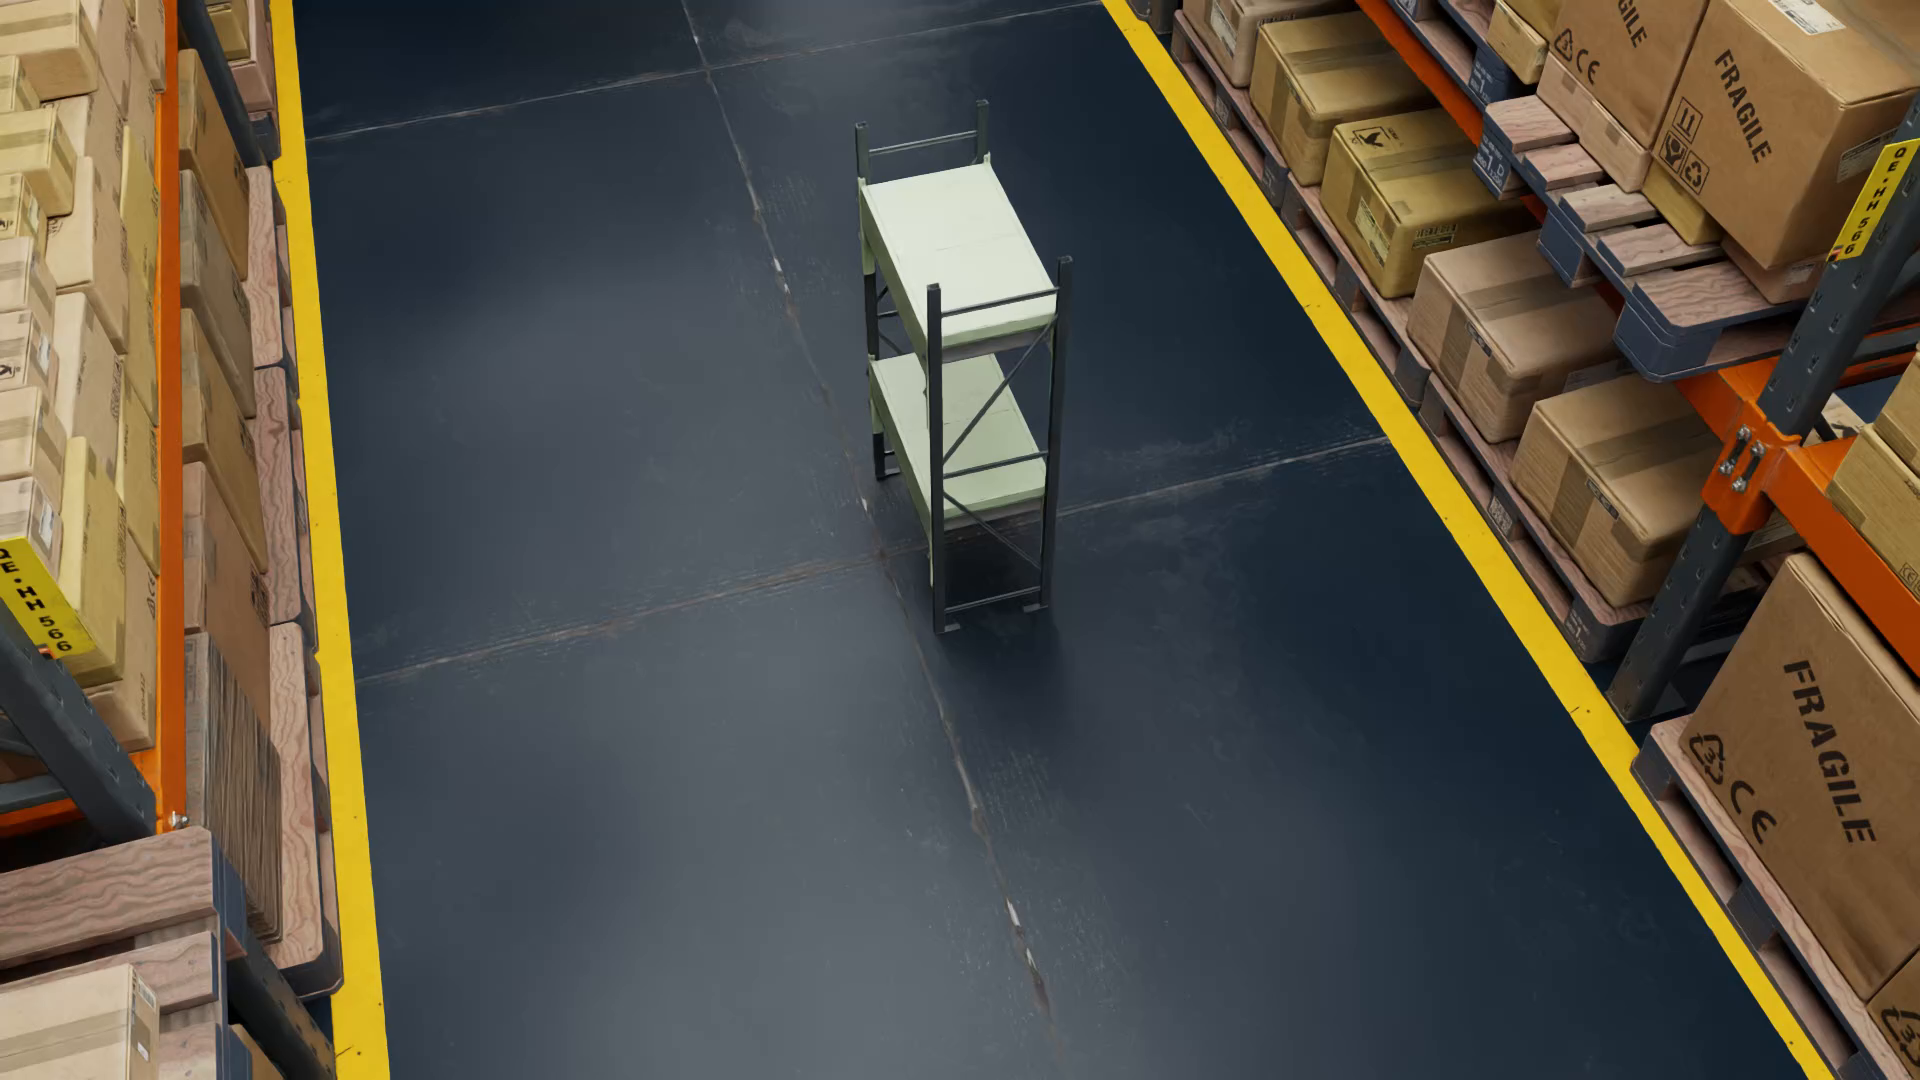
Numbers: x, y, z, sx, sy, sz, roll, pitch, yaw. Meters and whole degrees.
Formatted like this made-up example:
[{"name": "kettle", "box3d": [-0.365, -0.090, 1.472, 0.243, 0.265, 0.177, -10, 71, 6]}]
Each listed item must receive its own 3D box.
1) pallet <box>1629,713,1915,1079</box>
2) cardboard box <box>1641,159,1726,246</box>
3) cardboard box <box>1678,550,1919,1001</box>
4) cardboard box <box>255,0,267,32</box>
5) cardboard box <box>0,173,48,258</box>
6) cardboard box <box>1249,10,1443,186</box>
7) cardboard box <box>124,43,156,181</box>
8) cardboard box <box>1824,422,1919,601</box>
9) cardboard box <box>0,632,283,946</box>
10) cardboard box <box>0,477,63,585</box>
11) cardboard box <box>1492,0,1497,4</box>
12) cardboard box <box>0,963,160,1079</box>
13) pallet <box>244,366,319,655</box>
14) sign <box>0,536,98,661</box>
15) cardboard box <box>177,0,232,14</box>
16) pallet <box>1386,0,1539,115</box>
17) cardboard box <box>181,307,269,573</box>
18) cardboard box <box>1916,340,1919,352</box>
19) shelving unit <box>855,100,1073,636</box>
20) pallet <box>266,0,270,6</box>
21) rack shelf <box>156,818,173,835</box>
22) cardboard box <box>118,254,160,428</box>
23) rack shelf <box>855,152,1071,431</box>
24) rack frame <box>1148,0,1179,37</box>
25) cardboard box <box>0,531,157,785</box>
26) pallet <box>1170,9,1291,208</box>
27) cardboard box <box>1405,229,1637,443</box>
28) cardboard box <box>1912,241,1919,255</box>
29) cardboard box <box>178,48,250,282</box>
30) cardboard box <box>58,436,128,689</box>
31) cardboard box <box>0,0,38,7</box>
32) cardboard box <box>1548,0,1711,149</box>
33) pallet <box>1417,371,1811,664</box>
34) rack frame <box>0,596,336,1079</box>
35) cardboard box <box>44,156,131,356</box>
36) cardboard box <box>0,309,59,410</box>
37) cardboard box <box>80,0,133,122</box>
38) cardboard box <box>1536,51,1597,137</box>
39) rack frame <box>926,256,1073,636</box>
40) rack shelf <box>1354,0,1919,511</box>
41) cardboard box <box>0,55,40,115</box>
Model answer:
[{"name": "pallet", "box3d": [2.721, 0.954, 4.808, 1.003, 0.211, 1.213, -13, 51, -11]}, {"name": "cardboard box", "box3d": [2.090, -0.958, 4.485, 0.380, 0.149, 0.250, -13, 51, -10]}, {"name": "cardboard box", "box3d": [2.685, 0.535, 4.452, 0.875, 0.875, 0.875, -14, 51, -11]}, {"name": "cardboard box", "box3d": [-3.355, -2.379, 7.317, 0.500, 0.250, 0.500, -14, 51, -12]}, {"name": "cardboard box", "box3d": [-2.367, -0.695, 3.884, 0.380, 0.149, 0.250, -13, 51, -11]}, {"name": "cardboard box", "box3d": [1.750, -1.841, 6.784, 0.950, 0.372, 0.625, -10, 51, -9]}, {"name": "cardboard box", "box3d": [-2.693, -1.242, 4.933, 0.500, 0.250, 0.500, -13, 51, -11]}, {"name": "cardboard box", "box3d": [2.464, -0.075, 3.950, 0.500, 0.250, 0.500, -14, 51, -12]}, {"name": "cardboard box", "box3d": [-2.352, 0.759, 4.427, 0.875, 0.625, 0.625, -12, 51, -10]}, {"name": "cardboard box", "box3d": [-1.994, 0.046, 3.259, 0.380, 0.149, 0.250, -12, 51, -10]}, {"name": "cardboard box", "box3d": [1.857, -1.727, 5.134, 0.380, 0.149, 0.250, -13, 51, -11]}, {"name": "cardboard box", "box3d": [-1.620, 0.926, 2.897, 0.380, 0.149, 0.250, -12, 51, -10]}, {"name": "pallet", "box3d": [-2.744, -0.014, 5.623, 1.003, 0.211, 1.213, -13, 51, -11]}, {"name": "sign", "box3d": [-1.665, 0.110, 2.990, 0.100, 0.325, 0.005, -13, 51, -11]}, {"name": "cardboard box", "box3d": [-3.207, -2.330, 6.622, 0.500, 0.250, 0.500, -14, 51, -12]}, {"name": "pallet", "box3d": [1.935, -1.913, 5.526, 1.003, 0.211, 1.213, -13, 51, -11]}, {"name": "cardboard box", "box3d": [-2.752, -0.209, 5.242, 0.875, 0.625, 0.625, -15, 52, -12]}, {"name": "cardboard box", "box3d": [2.472, -0.477, 3.471, 0.500, 0.500, 0.500, -15, 51, -12]}, {"name": "shelving unit", "box3d": [-0.002, -0.488, 5.181, 0.431, 1.500, 0.755, -13, 51, -11]}, {"name": "pallet", "box3d": [-3.923, -2.919, 8.072, 1.003, 0.211, 1.213, -13, 51, -11]}, {"name": "rack shelf", "box3d": [-1.589, 2.280, 2.337, 1.077, 0.370, 4.000, -13, 51, -11]}, {"name": "cardboard box", "box3d": [-2.382, -0.487, 4.297, 0.500, 0.250, 0.500, -15, 51, -12]}, {"name": "rack shelf", "box3d": [-0.002, -0.740, 4.882, 0.431, 0.370, 0.720, -13, 51, -11]}, {"name": "rack frame", "box3d": [1.377, -3.459, 6.704, 1.000, 3.000, 0.127, -13, 51, -11]}, {"name": "cardboard box", "box3d": [-2.079, 0.256, 3.670, 0.500, 0.250, 0.500, -13, 51, -11]}, {"name": "pallet", "box3d": [1.608, -1.992, 7.291, 1.003, 0.211, 1.213, -13, 51, -11]}, {"name": "cardboard box", "box3d": [2.176, -0.778, 5.888, 0.950, 0.372, 0.625, -14, 51, -12]}, {"name": "cardboard box", "box3d": [2.641, -0.872, 4.413, 0.380, 0.149, 0.250, -16, 52, -13]}, {"name": "cardboard box", "box3d": [-3.199, -1.326, 6.184, 0.875, 0.625, 0.625, -11, 51, -9]}, {"name": "cardboard box", "box3d": [-2.055, 0.089, 3.484, 0.500, 0.250, 0.500, -13, 51, -11]}, {"name": "cardboard box", "box3d": [-2.645, -1.450, 4.521, 0.380, 0.149, 0.250, -13, 51, -11]}, {"name": "cardboard box", "box3d": [1.996, -1.446, 4.472, 0.500, 0.500, 0.500, -14, 51, -12]}, {"name": "pallet", "box3d": [2.330, -0.210, 5.789, 1.003, 0.211, 1.213, -13, 51, -11]}, {"name": "rack frame", "box3d": [-2.181, 0.587, 3.293, 1.000, 3.000, 0.127, -13, 51, -11]}, {"name": "cardboard box", "box3d": [-2.363, -0.657, 4.113, 0.500, 0.250, 0.500, -14, 51, -12]}, {"name": "cardboard box", "box3d": [-2.174, -0.330, 3.577, 0.380, 0.149, 0.250, -12, 51, -10]}, {"name": "cardboard box", "box3d": [-2.670, -1.398, 4.737, 0.500, 0.250, 0.500, -12, 51, -10]}, {"name": "cardboard box", "box3d": [1.905, -1.317, 4.788, 0.380, 0.149, 0.250, -16, 52, -13]}, {"name": "rack frame", "box3d": [0.106, -0.221, 4.955, 0.400, 1.500, 0.023, -13, 51, -11]}, {"name": "rack shelf", "box3d": [1.968, -1.767, 5.748, 1.077, 0.370, 4.000, -13, 51, -11]}, {"name": "cardboard box", "box3d": [-2.555, -1.062, 4.194, 0.380, 0.149, 0.250, -13, 51, -11]}]
